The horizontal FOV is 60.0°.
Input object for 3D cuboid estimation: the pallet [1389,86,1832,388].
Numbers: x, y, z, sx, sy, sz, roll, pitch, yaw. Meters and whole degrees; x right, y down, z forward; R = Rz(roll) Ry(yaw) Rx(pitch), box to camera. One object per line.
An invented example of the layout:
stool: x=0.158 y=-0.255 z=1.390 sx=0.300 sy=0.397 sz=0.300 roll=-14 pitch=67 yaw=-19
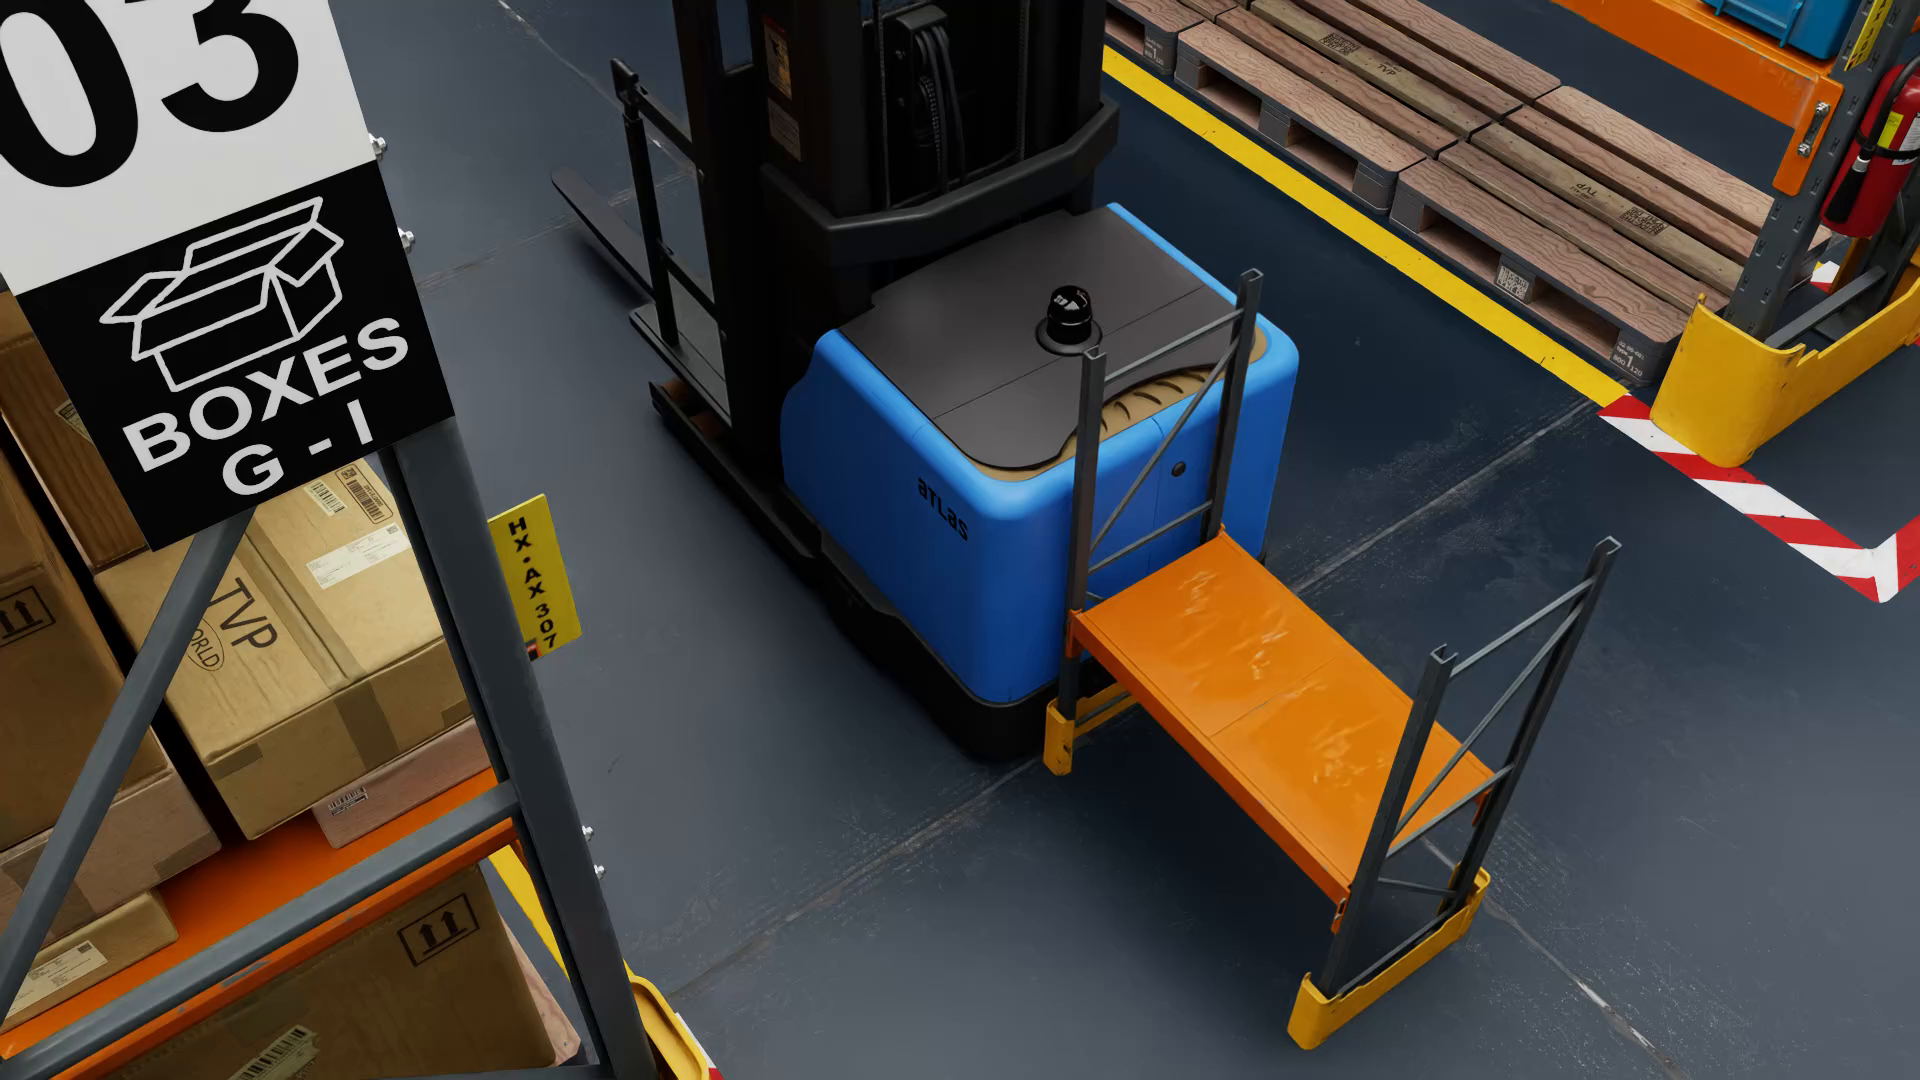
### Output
pallet: x=2.381 y=-1.162 z=6.161 sx=1.003 sy=0.211 sz=1.213 roll=-29 pitch=54 yaw=-24

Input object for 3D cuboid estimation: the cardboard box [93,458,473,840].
cardboard box: x=-1.168 y=0.173 z=2.969 sx=0.500 sy=0.250 sz=0.500 roll=-31 pitch=55 yaw=-25

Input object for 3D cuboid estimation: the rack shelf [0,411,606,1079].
rack shelf: x=-2.303 y=-0.311 z=3.993 sx=1.077 sy=0.370 sz=4.000 roll=-29 pitch=54 yaw=-24

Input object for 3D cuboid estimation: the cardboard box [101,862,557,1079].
cardboard box: x=-1.543 y=0.858 z=3.598 sx=0.875 sy=0.875 sz=0.875 roll=-29 pitch=54 yaw=-24

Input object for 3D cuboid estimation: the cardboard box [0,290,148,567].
cardboard box: x=-1.470 y=-0.373 z=2.958 sx=0.500 sy=0.500 sz=0.500 roll=-31 pitch=55 yaw=-25

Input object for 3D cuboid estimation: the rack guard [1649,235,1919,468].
rack guard: x=2.875 y=-0.747 z=5.590 sx=1.175 sy=0.500 sz=0.348 roll=-29 pitch=54 yaw=-24

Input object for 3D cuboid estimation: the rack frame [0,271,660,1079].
rack frame: x=-1.095 y=0.628 z=2.656 sx=0.949 sy=2.616 sz=0.053 roll=-29 pitch=54 yaw=-24

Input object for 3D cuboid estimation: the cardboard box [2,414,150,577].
cardboard box: x=-1.488 y=-0.130 z=3.244 sx=0.500 sy=0.250 sz=0.500 roll=-30 pitch=54 yaw=-24

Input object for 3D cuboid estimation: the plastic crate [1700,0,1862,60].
plastic crate: x=2.498 y=-1.741 z=4.739 sx=0.616 sy=0.435 sz=0.499 roll=-29 pitch=54 yaw=-24

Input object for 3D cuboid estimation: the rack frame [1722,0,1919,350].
rack frame: x=2.850 y=-1.595 z=4.671 sx=1.000 sy=3.000 sz=0.127 roll=-29 pitch=54 yaw=-24

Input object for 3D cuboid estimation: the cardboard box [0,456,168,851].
cardboard box: x=-1.596 y=0.156 z=2.478 sx=0.500 sy=0.500 sz=0.500 roll=-29 pitch=54 yaw=-24

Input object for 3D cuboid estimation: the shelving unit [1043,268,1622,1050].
shelving unit: x=0.779 y=0.312 z=3.955 sx=0.587 sy=1.500 sz=1.083 roll=-28 pitch=54 yaw=-23

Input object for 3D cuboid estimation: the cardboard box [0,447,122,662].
cardboard box: x=-1.903 y=0.111 z=3.025 sx=0.500 sy=0.250 sz=0.500 roll=-30 pitch=55 yaw=-25

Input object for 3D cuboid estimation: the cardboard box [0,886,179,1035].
cardboard box: x=-1.570 y=0.649 z=2.807 sx=0.380 sy=0.149 sz=0.250 roll=-28 pitch=54 yaw=-23

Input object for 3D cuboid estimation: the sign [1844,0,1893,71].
sign: x=2.422 y=-1.393 z=4.378 sx=0.100 sy=0.325 sz=0.005 roll=-29 pitch=54 yaw=-24

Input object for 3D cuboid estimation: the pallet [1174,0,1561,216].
pallet: x=1.647 y=-1.881 z=6.813 sx=1.003 sy=0.211 sz=1.213 roll=-29 pitch=54 yaw=-24

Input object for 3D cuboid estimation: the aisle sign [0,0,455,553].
aisle sign: x=-0.810 y=-0.338 z=1.777 sx=0.394 sy=0.787 sz=0.004 roll=-29 pitch=54 yaw=-24

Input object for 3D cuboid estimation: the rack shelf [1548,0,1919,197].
rack shelf: x=1.639 y=-2.533 z=6.007 sx=1.077 sy=0.370 sz=4.000 roll=-29 pitch=54 yaw=-24

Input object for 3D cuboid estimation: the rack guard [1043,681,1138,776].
rack guard: x=0.489 y=0.432 z=4.690 sx=0.587 sy=0.250 sz=0.087 roll=-28 pitch=54 yaw=-23

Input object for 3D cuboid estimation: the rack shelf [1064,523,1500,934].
rack shelf: x=0.774 y=0.427 z=4.093 sx=0.538 sy=0.185 sz=1.000 roll=-28 pitch=54 yaw=-23

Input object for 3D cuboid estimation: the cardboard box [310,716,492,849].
cardboard box: x=-1.044 y=0.354 z=3.074 sx=0.380 sy=0.149 sz=0.250 roll=-29 pitch=54 yaw=-24

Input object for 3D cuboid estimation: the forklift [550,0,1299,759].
forklift: x=-0.374 y=-1.437 z=4.574 sx=1.130 sy=2.935 sz=3.031 roll=-28 pitch=54 yaw=-23

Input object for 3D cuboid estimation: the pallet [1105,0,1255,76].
pallet: x=0.904 y=-2.601 z=7.465 sx=1.003 sy=0.211 sz=1.213 roll=-29 pitch=54 yaw=-24

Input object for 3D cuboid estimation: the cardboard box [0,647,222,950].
cardboard box: x=-1.597 y=0.411 z=2.754 sx=0.500 sy=0.250 sz=0.500 roll=-30 pitch=55 yaw=-25

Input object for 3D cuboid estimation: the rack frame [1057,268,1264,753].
rack frame: x=0.478 y=0.000 z=4.238 sx=0.500 sy=1.500 sz=0.032 roll=-28 pitch=54 yaw=-23

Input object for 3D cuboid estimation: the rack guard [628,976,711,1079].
rack guard: x=-1.077 y=1.481 z=3.570 sx=1.175 sy=0.500 sz=0.348 roll=-29 pitch=54 yaw=-24

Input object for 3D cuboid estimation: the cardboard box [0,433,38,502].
cardboard box: x=-2.212 y=-0.189 z=3.297 sx=0.500 sy=0.250 sz=0.500 roll=-31 pitch=55 yaw=-25

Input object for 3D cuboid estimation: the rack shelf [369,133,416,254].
rack shelf: x=-2.303 y=-1.318 z=2.881 sx=1.077 sy=0.370 sz=4.000 roll=-29 pitch=54 yaw=-24

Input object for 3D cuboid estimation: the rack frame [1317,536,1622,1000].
rack frame: x=1.070 y=0.612 z=3.682 sx=0.500 sy=1.500 sz=0.032 roll=-28 pitch=54 yaw=-23

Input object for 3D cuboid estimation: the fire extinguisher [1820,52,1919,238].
fire extinguisher: x=2.580 y=-1.151 z=4.573 sx=0.296 sy=0.674 sz=0.183 roll=-29 pitch=54 yaw=-24

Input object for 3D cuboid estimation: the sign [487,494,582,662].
sign: x=-0.647 y=0.064 z=2.529 sx=0.100 sy=0.325 sz=0.005 roll=-29 pitch=54 yaw=-24

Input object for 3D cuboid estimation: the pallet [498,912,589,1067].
pallet: x=-1.638 y=1.127 z=4.086 sx=1.003 sy=0.211 sz=1.213 roll=-29 pitch=54 yaw=-24

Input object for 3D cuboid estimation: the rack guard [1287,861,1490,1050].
rack guard: x=1.069 y=1.032 z=4.146 sx=0.587 sy=0.250 sz=0.087 roll=-28 pitch=54 yaw=-23
